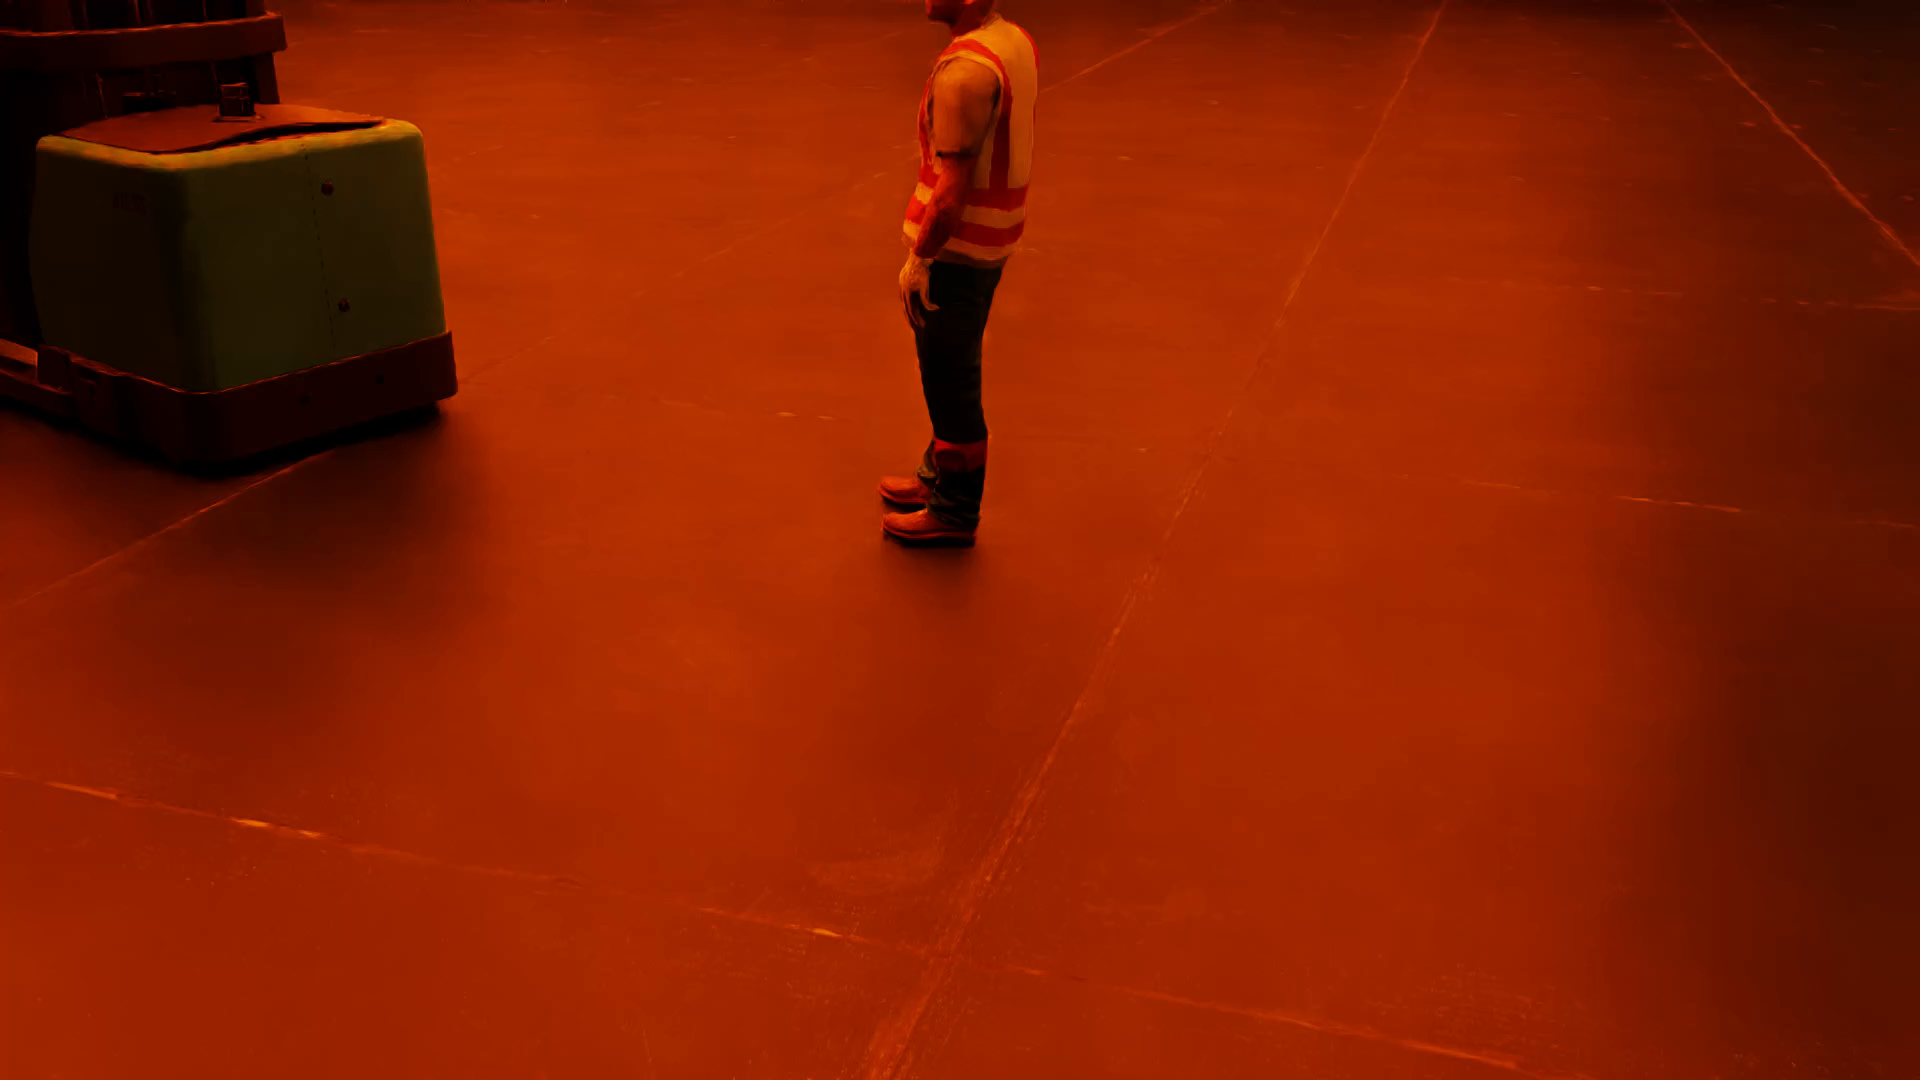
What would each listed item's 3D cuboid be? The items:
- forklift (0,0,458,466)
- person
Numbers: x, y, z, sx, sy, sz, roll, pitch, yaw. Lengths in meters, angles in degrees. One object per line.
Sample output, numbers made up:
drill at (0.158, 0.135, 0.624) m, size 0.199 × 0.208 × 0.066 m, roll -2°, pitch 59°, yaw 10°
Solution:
forklift at (-3.377, -2.042, 6.226) m, size 3.031 × 2.935 × 1.130 m, roll 16°, pitch 27°, yaw 34°
person at (-0.073, -0.847, 4.808) m, size 0.563 × 1.787 × 0.637 m, roll 7°, pitch 23°, yaw 16°
